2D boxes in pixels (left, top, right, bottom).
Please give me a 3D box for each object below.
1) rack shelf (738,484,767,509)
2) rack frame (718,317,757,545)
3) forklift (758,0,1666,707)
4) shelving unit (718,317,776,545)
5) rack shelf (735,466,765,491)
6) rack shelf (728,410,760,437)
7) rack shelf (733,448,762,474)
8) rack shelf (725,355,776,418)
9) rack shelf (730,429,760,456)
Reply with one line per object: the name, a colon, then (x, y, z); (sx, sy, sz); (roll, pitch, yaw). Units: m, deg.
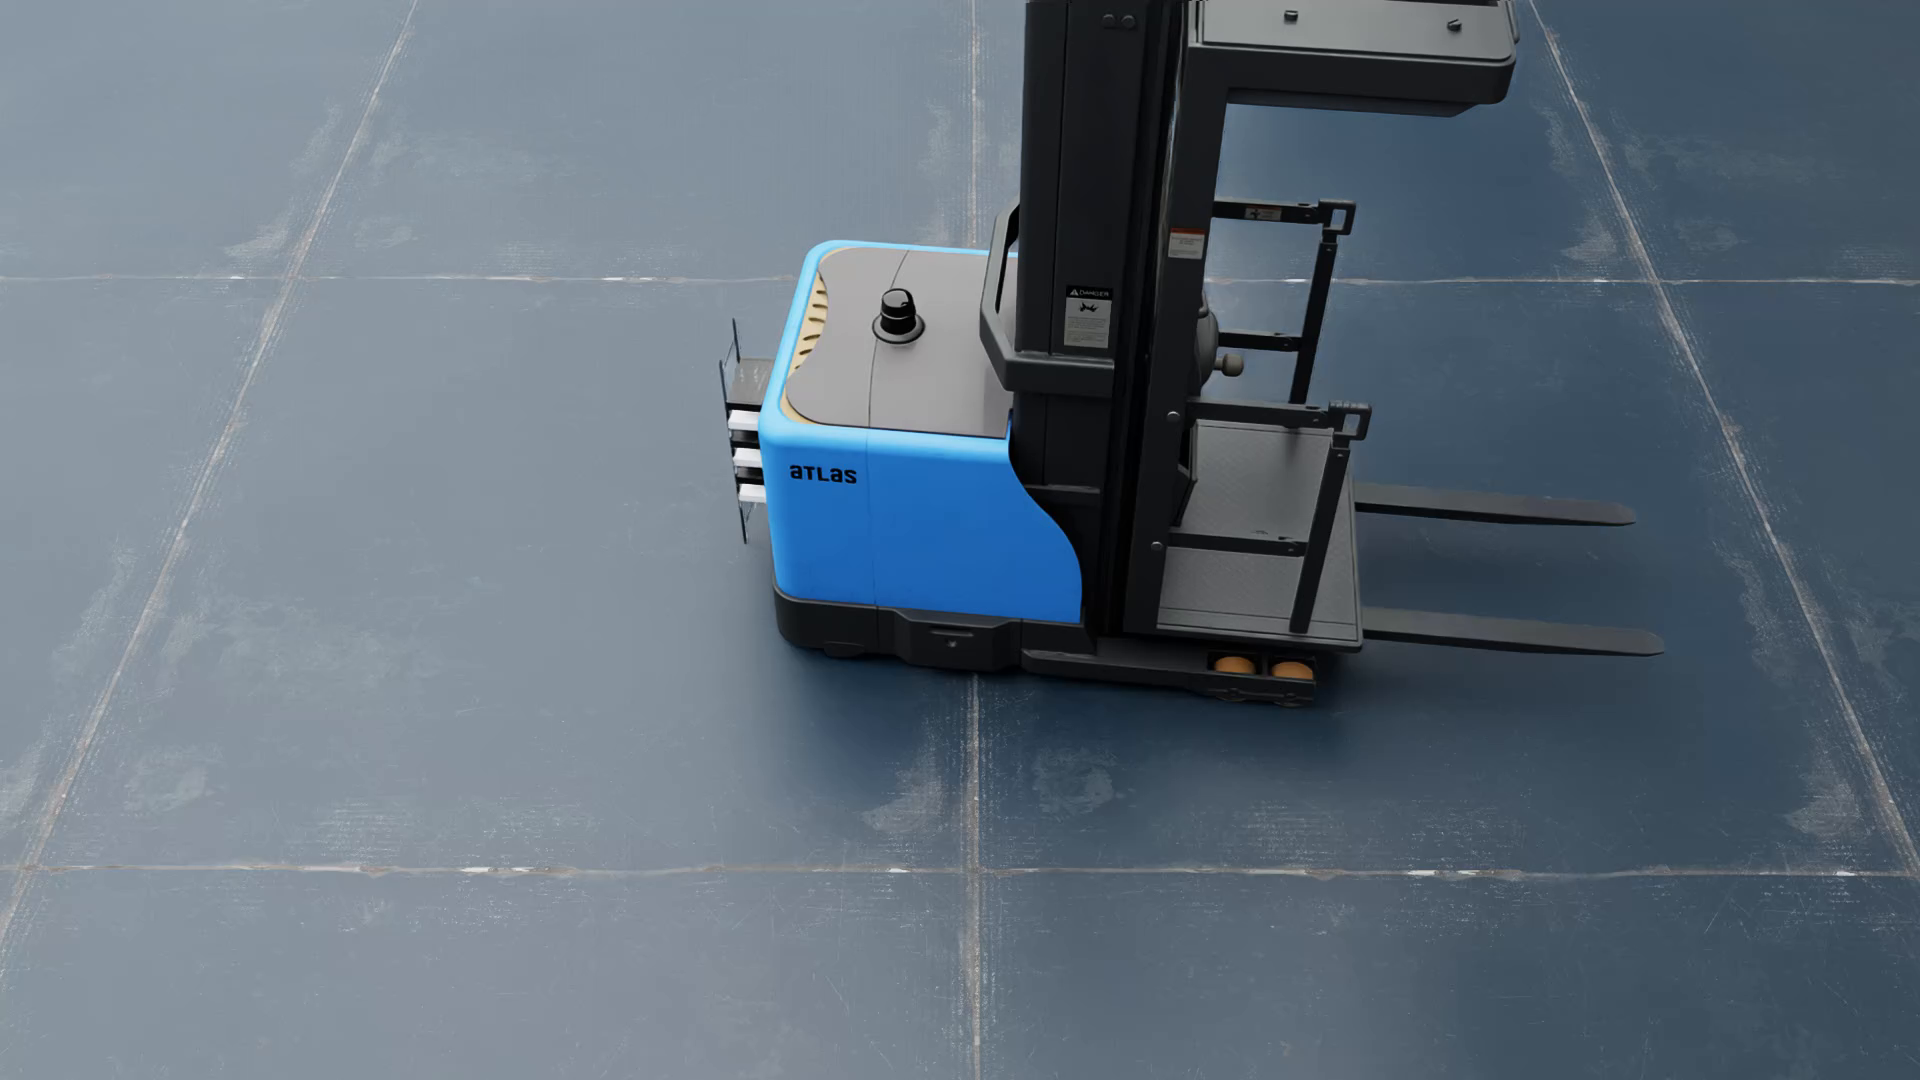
rack shelf: (-0.692, -0.222, 6.133); (0.200, 0.077, 0.258); (5, 47, 5)
rack frame: (-0.793, -0.376, 5.985); (0.006, 0.900, 0.240); (5, 47, 5)
forklift: (0.910, -0.840, 5.030); (3.031, 2.935, 1.130); (5, 47, 5)
shelving unit: (-0.692, -0.368, 5.977); (0.210, 0.900, 0.258); (5, 47, 5)
rack shelf: (-0.692, -0.284, 6.068); (0.200, 0.077, 0.258); (5, 47, 5)
rack shelf: (-0.692, -0.467, 5.870); (0.200, 0.077, 0.258); (5, 47, 5)
rack shelf: (-0.692, -0.345, 6.002); (0.200, 0.077, 0.258); (5, 47, 5)
rack shelf: (-0.692, -0.529, 5.804); (0.200, 0.077, 0.258); (5, 47, 5)
rack shelf: (-0.692, -0.406, 5.936); (0.200, 0.077, 0.258); (5, 47, 5)
